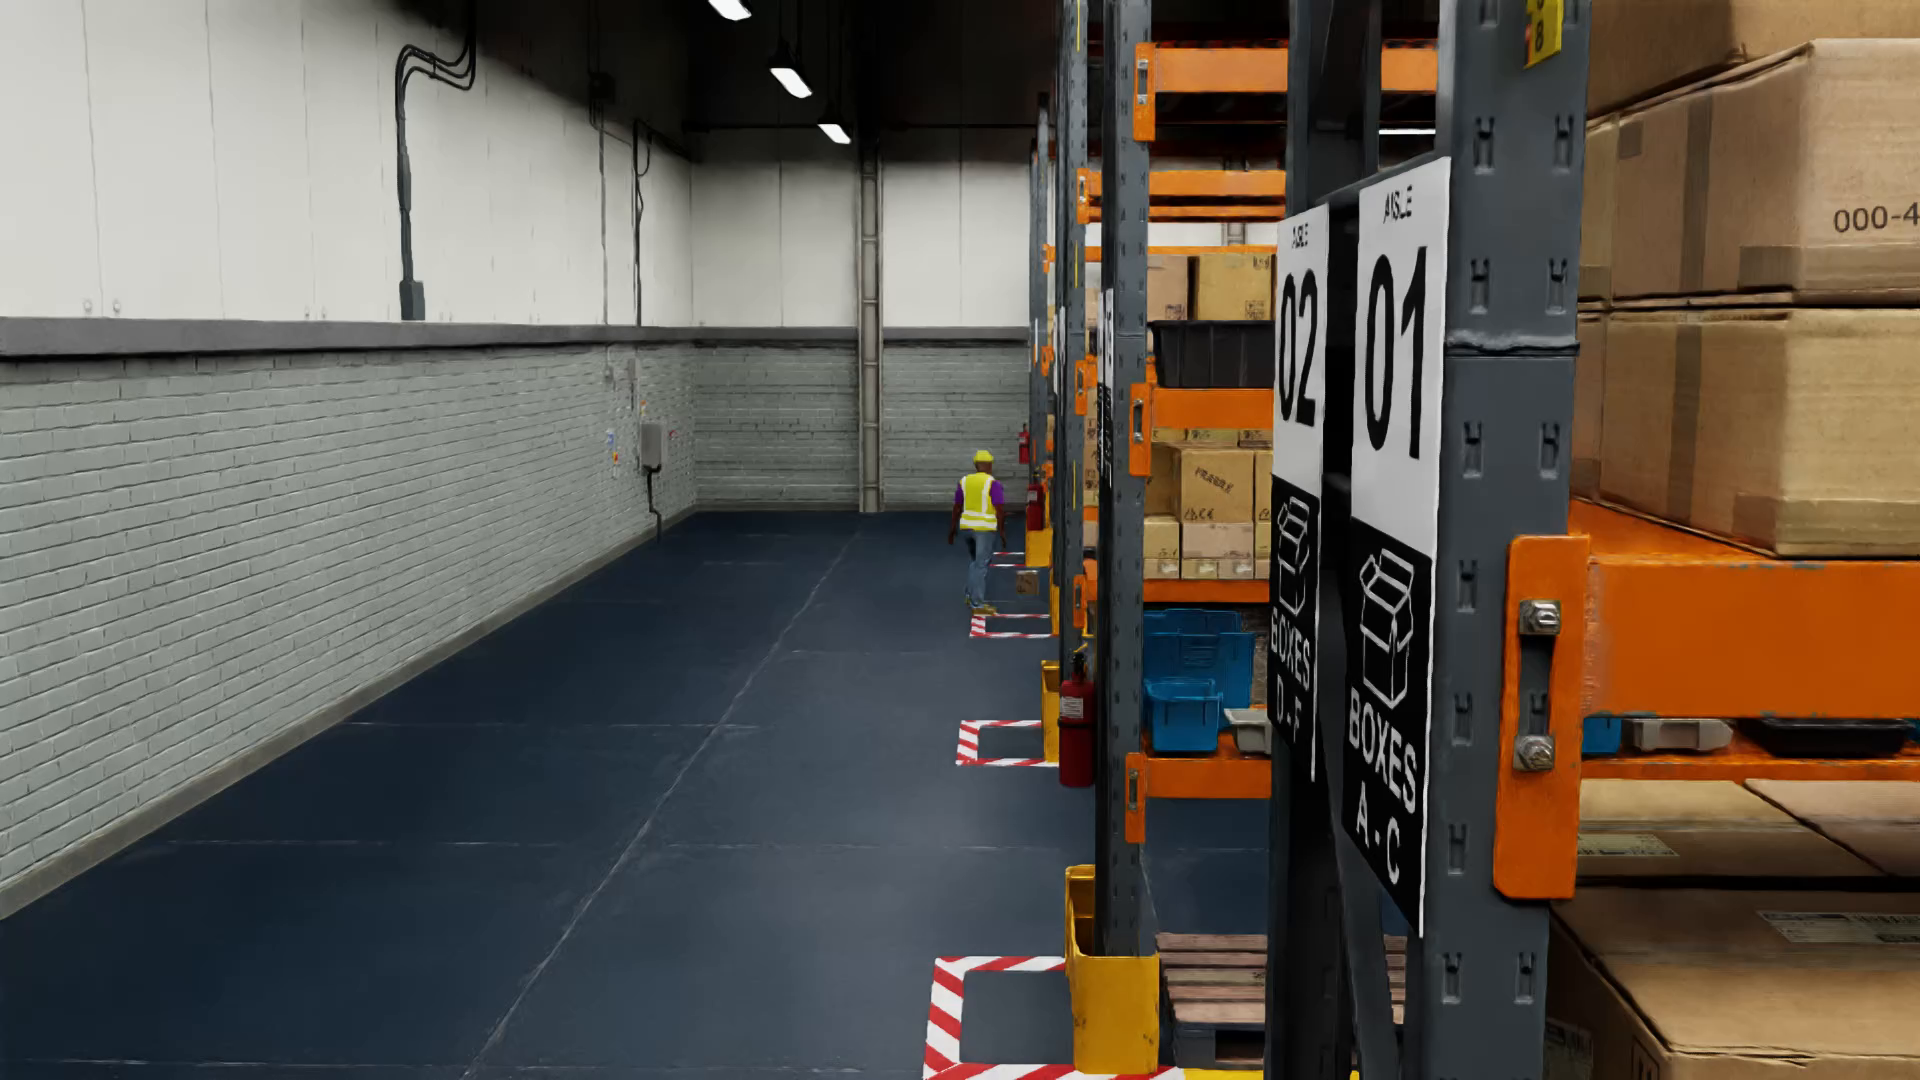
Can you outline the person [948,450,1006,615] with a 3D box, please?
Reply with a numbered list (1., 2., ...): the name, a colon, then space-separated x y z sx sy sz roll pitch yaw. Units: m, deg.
1. person: 0.192 -0.097 17.903 0.754 1.744 0.571 6 9 39
